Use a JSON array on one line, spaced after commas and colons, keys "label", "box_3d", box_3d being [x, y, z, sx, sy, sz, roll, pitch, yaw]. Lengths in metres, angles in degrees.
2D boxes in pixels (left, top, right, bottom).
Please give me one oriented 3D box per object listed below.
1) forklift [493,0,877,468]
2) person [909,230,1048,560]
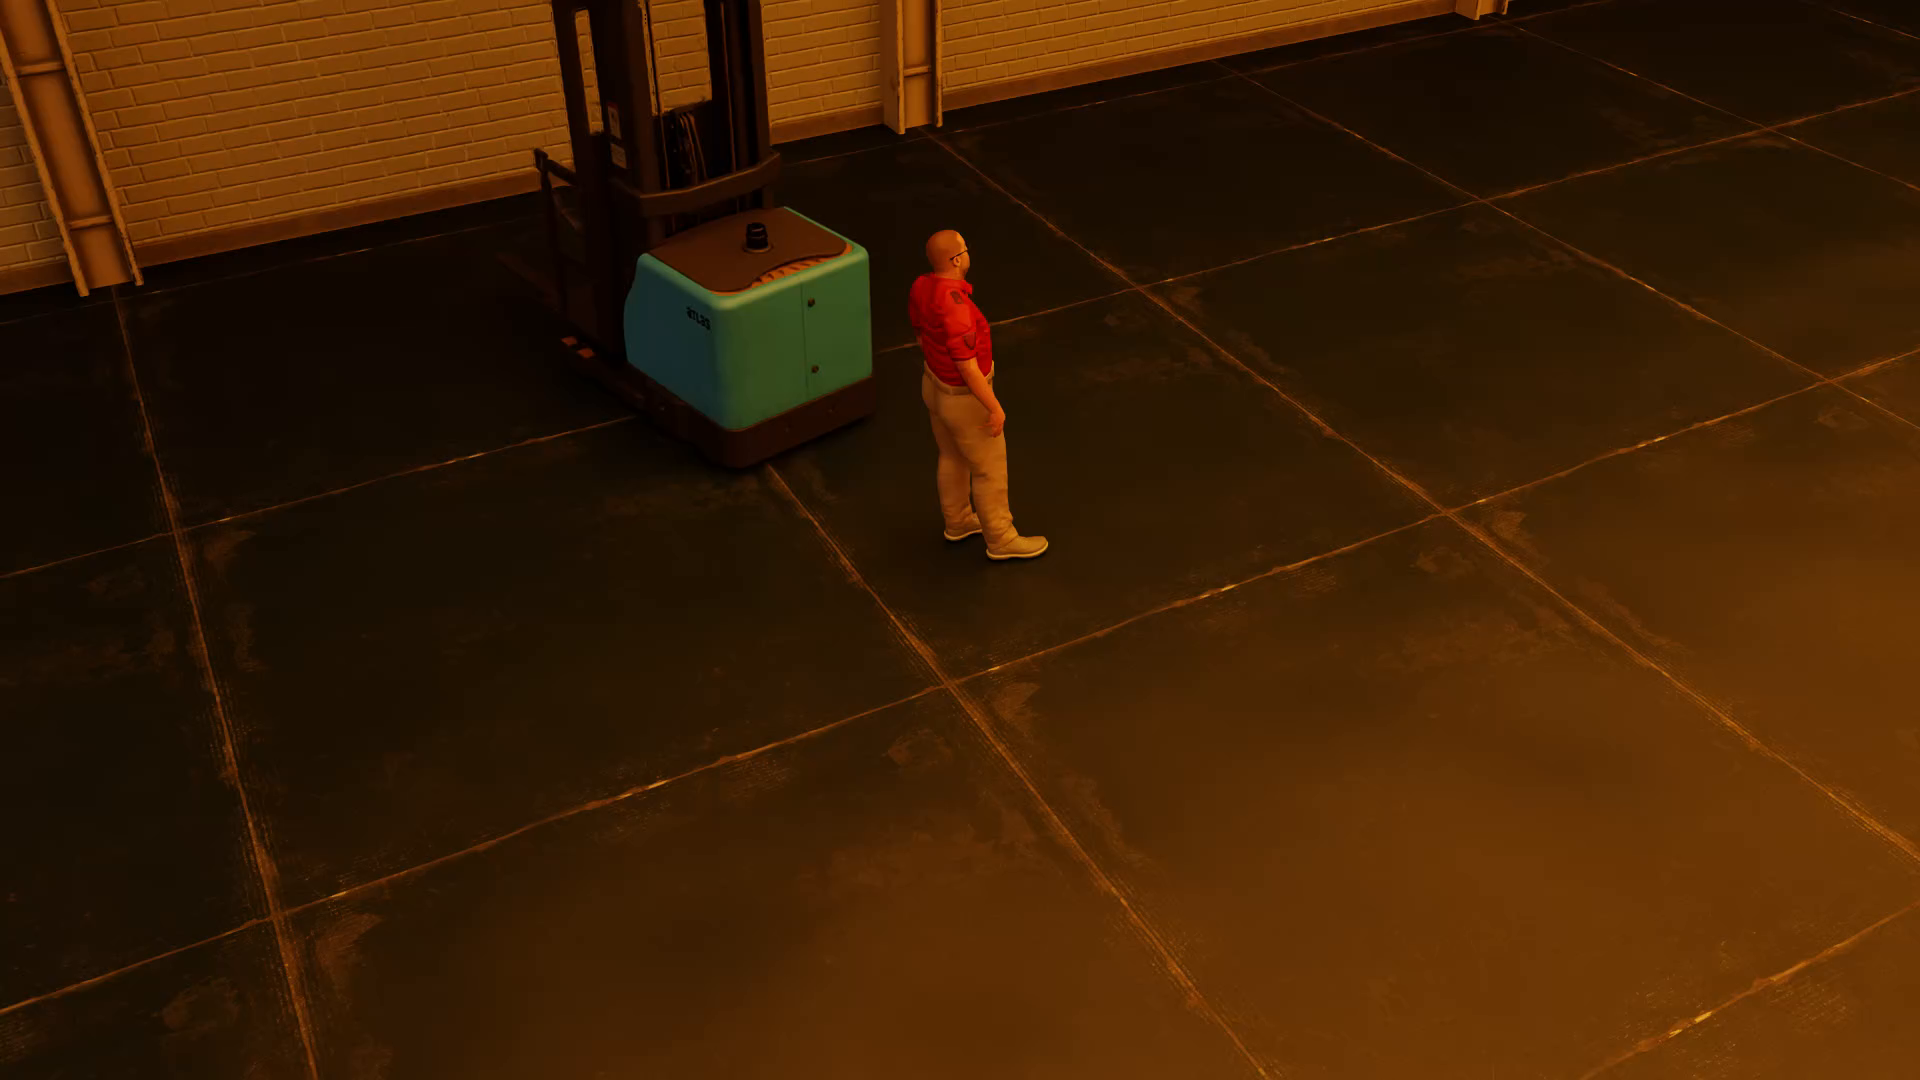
[{"label": "forklift", "box_3d": [-1.828, -2.362, 9.465, 1.130, 2.935, 3.031, -27, 43, -32]}, {"label": "person", "box_3d": [0.085, -0.731, 8.185, 0.550, 1.727, 0.641, -17, 39, -23]}]
